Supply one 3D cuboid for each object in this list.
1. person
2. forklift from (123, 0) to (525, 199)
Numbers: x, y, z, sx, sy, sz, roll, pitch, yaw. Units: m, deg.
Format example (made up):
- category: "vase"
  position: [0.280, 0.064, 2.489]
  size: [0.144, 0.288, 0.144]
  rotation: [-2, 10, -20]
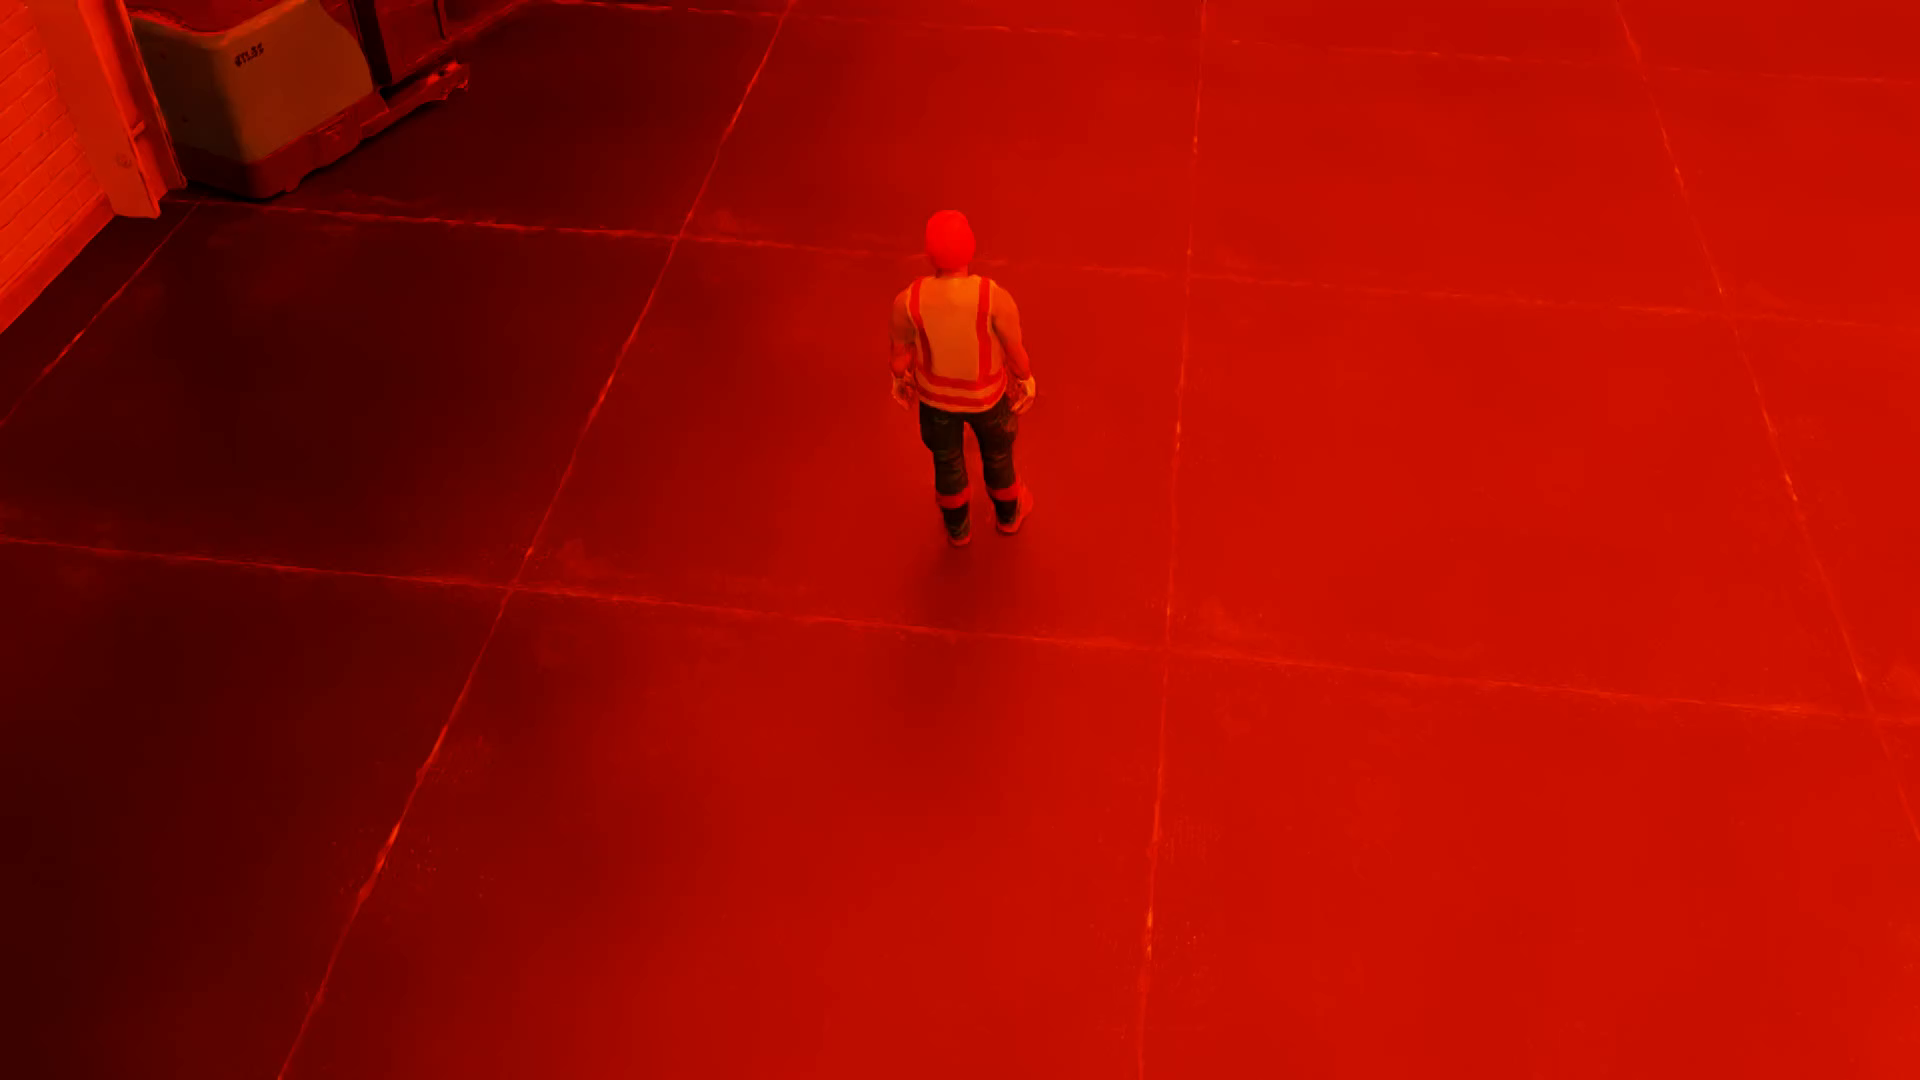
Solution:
- category: "person"
  position: [0.022, -0.717, 7.338]
  size: [0.637, 1.787, 0.563]
  rotation: [5, 43, 6]
- category: "forklift"
  position: [-3.953, -4.130, 10.221]
  size: [1.130, 2.935, 3.031]
  rotation: [19, 46, 20]
